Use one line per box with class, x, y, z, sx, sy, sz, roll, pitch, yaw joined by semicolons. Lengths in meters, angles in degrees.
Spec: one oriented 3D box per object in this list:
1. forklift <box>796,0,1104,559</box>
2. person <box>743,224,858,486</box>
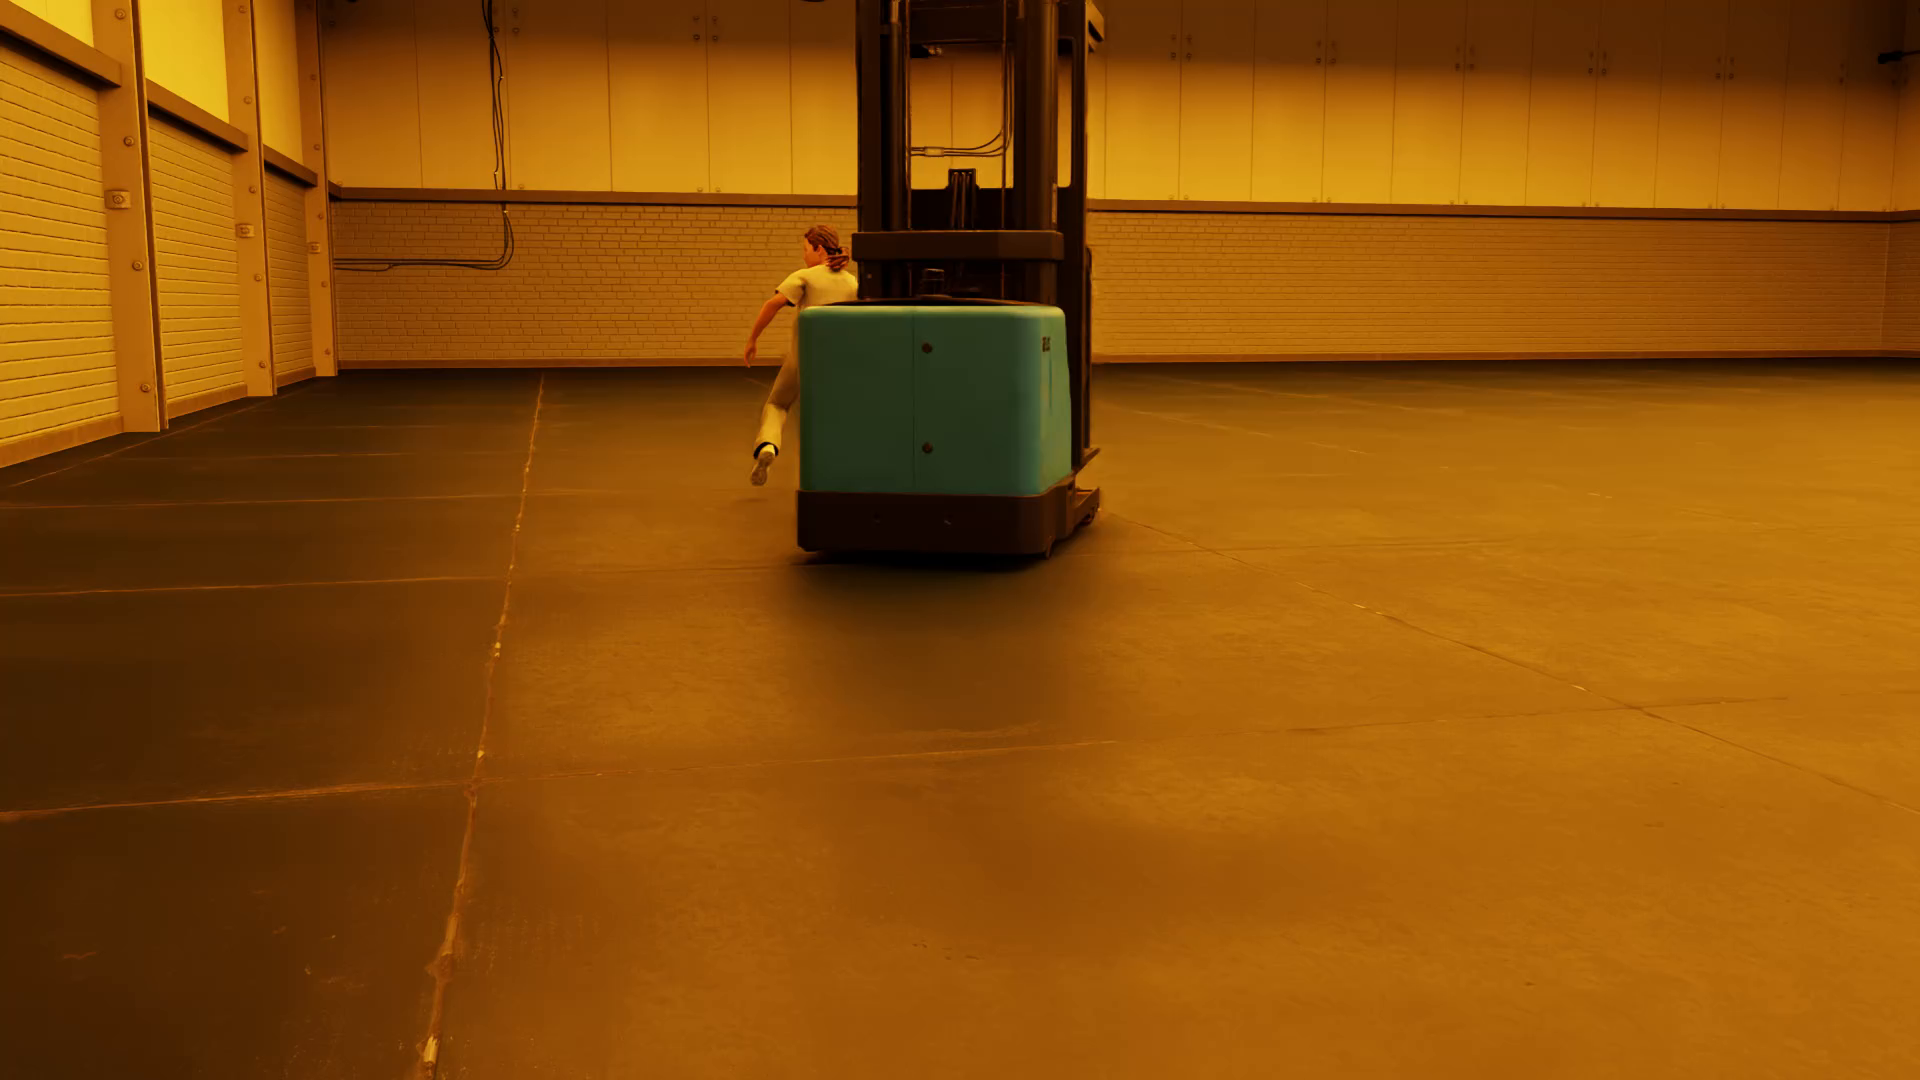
forklift;0.102;-1.538;8.119;1.130;2.935;3.031;2;8;11
person;-0.801;-1.023;9.547;0.888;1.556;0.500;-1;8;-10
